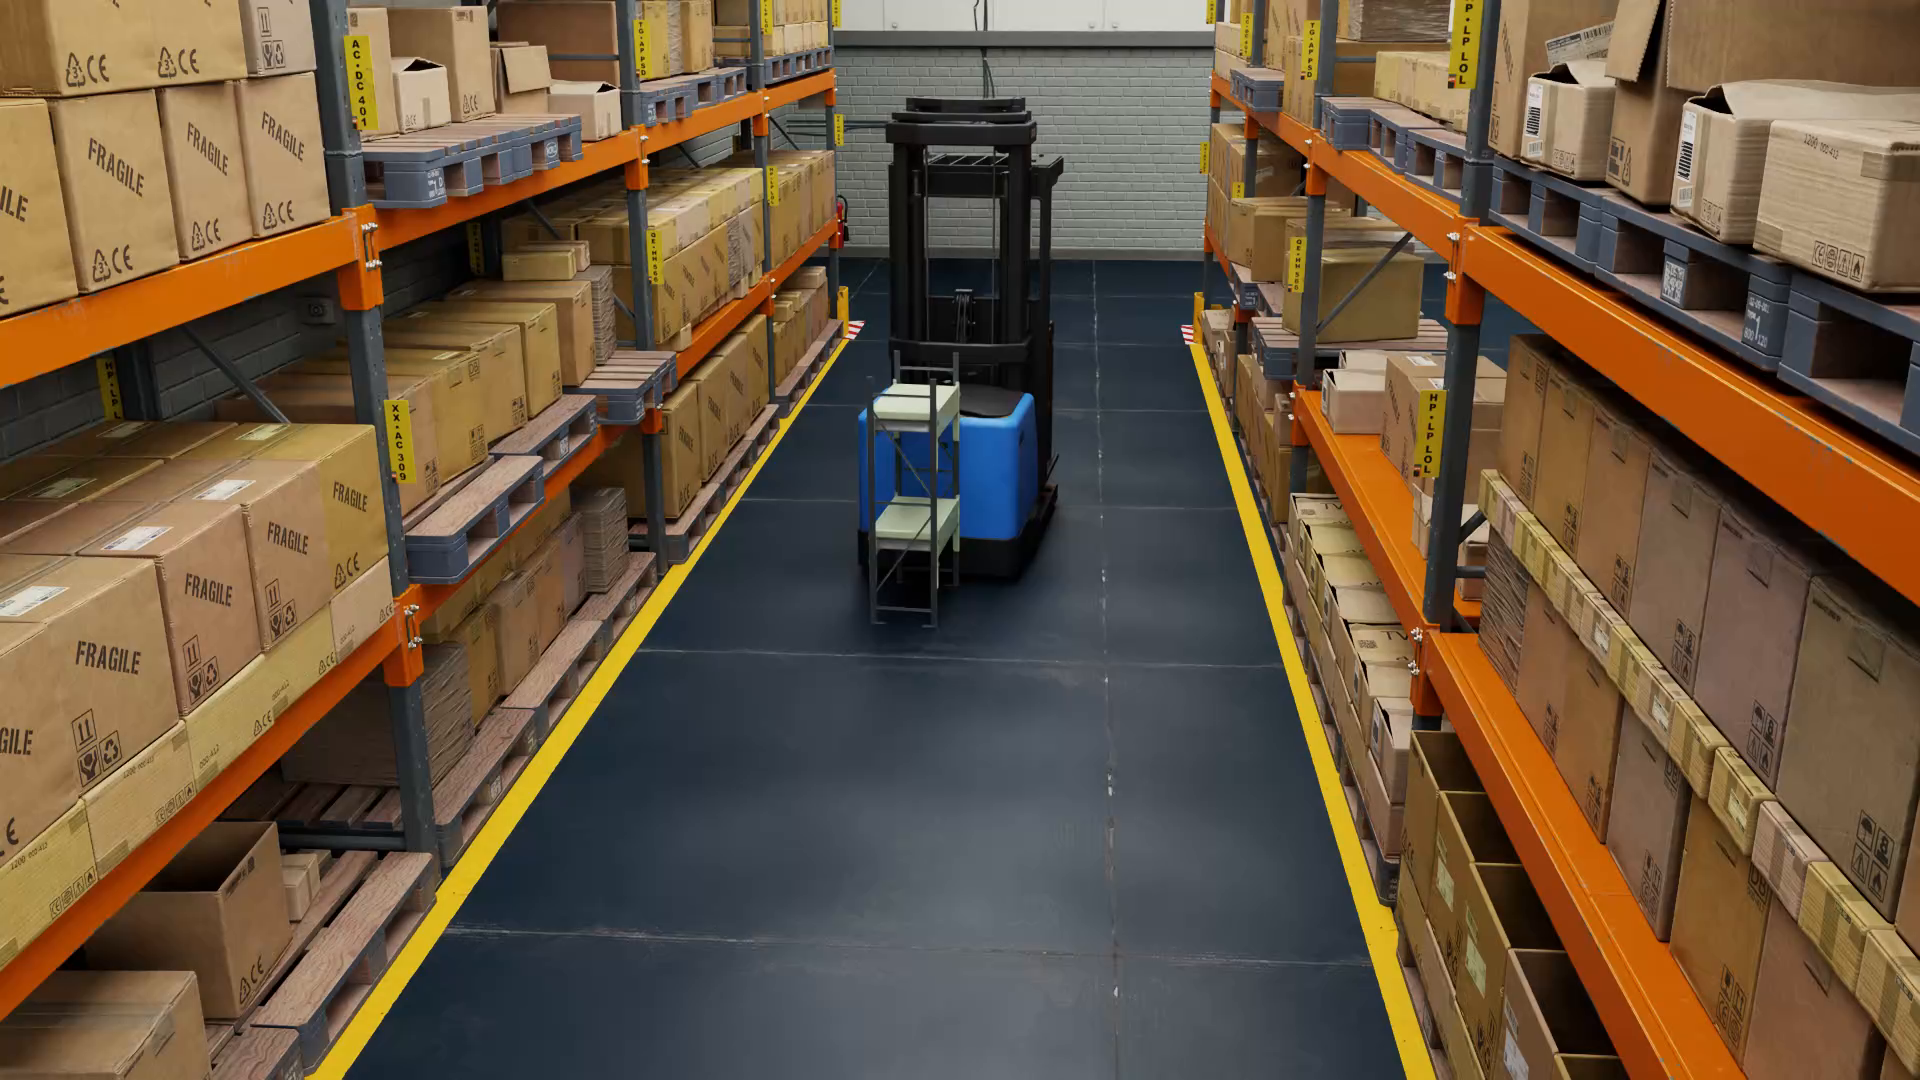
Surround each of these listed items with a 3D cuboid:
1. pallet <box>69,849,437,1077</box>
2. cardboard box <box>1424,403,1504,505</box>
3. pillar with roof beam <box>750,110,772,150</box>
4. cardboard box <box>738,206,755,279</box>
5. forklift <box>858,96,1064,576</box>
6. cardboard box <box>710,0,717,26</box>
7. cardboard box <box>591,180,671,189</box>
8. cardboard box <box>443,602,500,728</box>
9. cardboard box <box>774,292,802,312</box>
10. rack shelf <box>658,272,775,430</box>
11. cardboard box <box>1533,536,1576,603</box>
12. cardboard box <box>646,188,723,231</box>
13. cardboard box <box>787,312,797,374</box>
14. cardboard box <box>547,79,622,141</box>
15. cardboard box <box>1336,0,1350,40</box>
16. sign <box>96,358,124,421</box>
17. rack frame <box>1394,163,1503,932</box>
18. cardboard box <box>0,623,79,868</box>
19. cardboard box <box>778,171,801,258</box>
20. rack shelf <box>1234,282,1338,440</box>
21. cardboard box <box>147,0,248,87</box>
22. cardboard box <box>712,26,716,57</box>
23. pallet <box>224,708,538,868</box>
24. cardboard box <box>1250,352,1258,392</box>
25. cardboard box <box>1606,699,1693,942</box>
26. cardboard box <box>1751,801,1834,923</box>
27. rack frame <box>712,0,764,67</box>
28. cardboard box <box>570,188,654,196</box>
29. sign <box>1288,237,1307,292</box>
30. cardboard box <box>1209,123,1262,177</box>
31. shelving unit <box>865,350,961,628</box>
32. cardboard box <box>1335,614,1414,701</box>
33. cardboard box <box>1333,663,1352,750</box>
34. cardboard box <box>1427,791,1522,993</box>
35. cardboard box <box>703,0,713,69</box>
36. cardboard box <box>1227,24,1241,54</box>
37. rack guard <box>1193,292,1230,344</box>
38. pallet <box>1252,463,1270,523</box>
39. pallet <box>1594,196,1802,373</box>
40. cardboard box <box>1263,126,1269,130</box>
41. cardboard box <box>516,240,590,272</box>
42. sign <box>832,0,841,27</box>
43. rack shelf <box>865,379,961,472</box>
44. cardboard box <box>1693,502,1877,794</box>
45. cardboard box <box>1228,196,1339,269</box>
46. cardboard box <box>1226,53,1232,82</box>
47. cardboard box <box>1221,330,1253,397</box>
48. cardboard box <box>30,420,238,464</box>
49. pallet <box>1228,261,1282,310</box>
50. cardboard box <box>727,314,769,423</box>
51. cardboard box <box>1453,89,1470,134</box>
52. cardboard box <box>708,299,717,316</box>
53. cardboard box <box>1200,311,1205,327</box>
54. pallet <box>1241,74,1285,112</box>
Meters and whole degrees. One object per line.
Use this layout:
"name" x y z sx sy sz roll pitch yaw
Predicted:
"pallet" -2.699 1.561 6.320 1.003 0.211 1.213 1 18 4
"cardboard box" 2.364 -0.313 7.402 0.500 0.500 0.500 3 18 8
"pillar with roof beam" 1.799 -7.313 19.290 9.100 9.000 0.400 1 18 4
"cardboard box" -1.921 -2.349 13.104 0.500 0.500 0.500 1 18 4
"forklift" 0.110 -1.584 11.552 1.130 2.935 3.031 3 18 10
"cardboard box" -2.296 -4.638 14.144 0.500 0.500 0.500 1 18 3
"cardboard box" -2.468 -2.557 12.536 0.500 0.250 0.500 1 18 2
"cardboard box" -2.663 0.615 8.038 0.700 0.500 0.500 1 18 3
"cardboard box" -1.713 -2.273 15.839 0.380 0.149 0.250 1 18 2
"rack shelf" -2.256 -1.495 12.324 1.077 0.370 4.000 1 18 4
"cardboard box" 1.990 0.099 5.102 0.380 0.149 0.250 1 18 3
"cardboard box" -2.010 -2.387 12.015 0.500 0.250 0.500 1 18 3
"cardboard box" -1.918 -1.856 15.609 0.700 0.500 0.500 1 18 3
"cardboard box" -2.182 -2.379 9.159 0.500 0.311 0.500 1 18 4
"cardboard box" 2.616 -3.348 10.241 0.500 0.500 0.500 1 18 4
"sign" -3.240 -0.535 6.379 0.100 0.325 0.005 1 18 4
"rack frame" 2.255 0.136 6.191 1.000 3.000 0.127 1 18 4
"cardboard box" -2.551 0.519 4.026 0.500 0.500 0.500 1 18 2
"cardboard box" -2.000 -2.995 15.266 0.980 0.700 0.700 1 18 3
"rack shelf" 2.685 -1.386 11.990 1.077 0.370 4.000 1 18 4
"cardboard box" -2.481 -1.598 4.867 0.500 0.500 0.500 2 18 7
"cardboard box" -2.298 -4.277 14.248 0.500 0.250 0.500 1 18 4
"pallet" -2.632 1.110 7.697 1.003 0.211 1.213 1 18 4
"cardboard box" 2.479 -1.271 12.588 0.500 0.250 0.500 1 18 4
"cardboard box" 2.122 0.705 4.293 0.700 0.500 0.500 2 18 6
"cardboard box" 1.861 0.661 3.387 0.380 0.149 0.250 2 18 5
"rack frame" -2.113 -5.309 13.174 1.000 3.000 0.127 1 18 4
"cardboard box" -2.509 -2.395 12.042 0.500 0.250 0.500 1 18 3
"sign" 2.000 -1.628 9.843 0.100 0.325 0.005 1 18 4
"cardboard box" 2.820 -3.982 16.991 0.500 0.500 0.500 2 18 6
"shelving unit" -0.268 -0.317 9.982 0.431 1.500 0.755 3 18 10
"cardboard box" 2.067 0.528 7.836 0.500 0.311 0.500 1 18 4
"cardboard box" 2.070 0.792 7.931 0.500 0.250 0.500 2 18 5
"cardboard box" 1.881 1.179 5.544 0.500 0.500 0.500 1 18 4
"cardboard box" -2.286 -3.869 12.730 0.700 0.500 0.500 0 18 1
"cardboard box" 2.706 -4.563 15.153 0.500 0.250 0.500 1 18 4
"rack guard" 3.110 -2.380 17.882 1.175 0.500 0.348 1 18 4
"pallet" 2.723 -0.390 12.275 1.003 0.211 1.213 1 18 4
"pallet" 2.129 -0.604 3.774 1.003 0.211 1.213 1 18 4
"cardboard box" 3.357 -3.969 16.953 0.500 0.500 0.500 1 18 3
"cardboard box" -2.395 -1.673 9.802 0.380 0.149 0.250 -1 18 -3
"sign" -1.286 -5.493 17.256 0.100 0.325 0.005 1 18 4
"rack shelf" -0.268 -0.688 9.860 0.431 0.370 0.720 3 18 10
"cardboard box" 2.086 0.233 3.651 0.700 0.500 0.500 1 18 4
"cardboard box" 2.571 -2.454 13.259 0.700 0.500 0.500 -5 19 -15
"cardboard box" 2.712 -4.326 15.230 0.500 0.250 0.500 1 18 4
"cardboard box" 2.586 -1.553 14.654 0.500 0.500 0.500 1 18 4
"cardboard box" -2.928 -0.127 5.997 0.500 0.500 0.500 1 18 3
"pallet" 2.662 -2.012 13.054 1.003 0.211 1.213 1 18 4
"cardboard box" -2.030 -1.431 13.752 0.750 0.750 0.750 1 18 5
"cardboard box" 2.345 -1.780 6.786 0.500 0.250 0.500 0 18 -1
"cardboard box" -2.020 -1.761 12.352 0.380 0.149 0.250 2 18 6
"cardboard box" 2.742 -2.323 17.567 0.380 0.149 0.250 1 18 4
"pallet" 2.640 -3.162 11.739 1.213 0.211 1.003 1 18 4
